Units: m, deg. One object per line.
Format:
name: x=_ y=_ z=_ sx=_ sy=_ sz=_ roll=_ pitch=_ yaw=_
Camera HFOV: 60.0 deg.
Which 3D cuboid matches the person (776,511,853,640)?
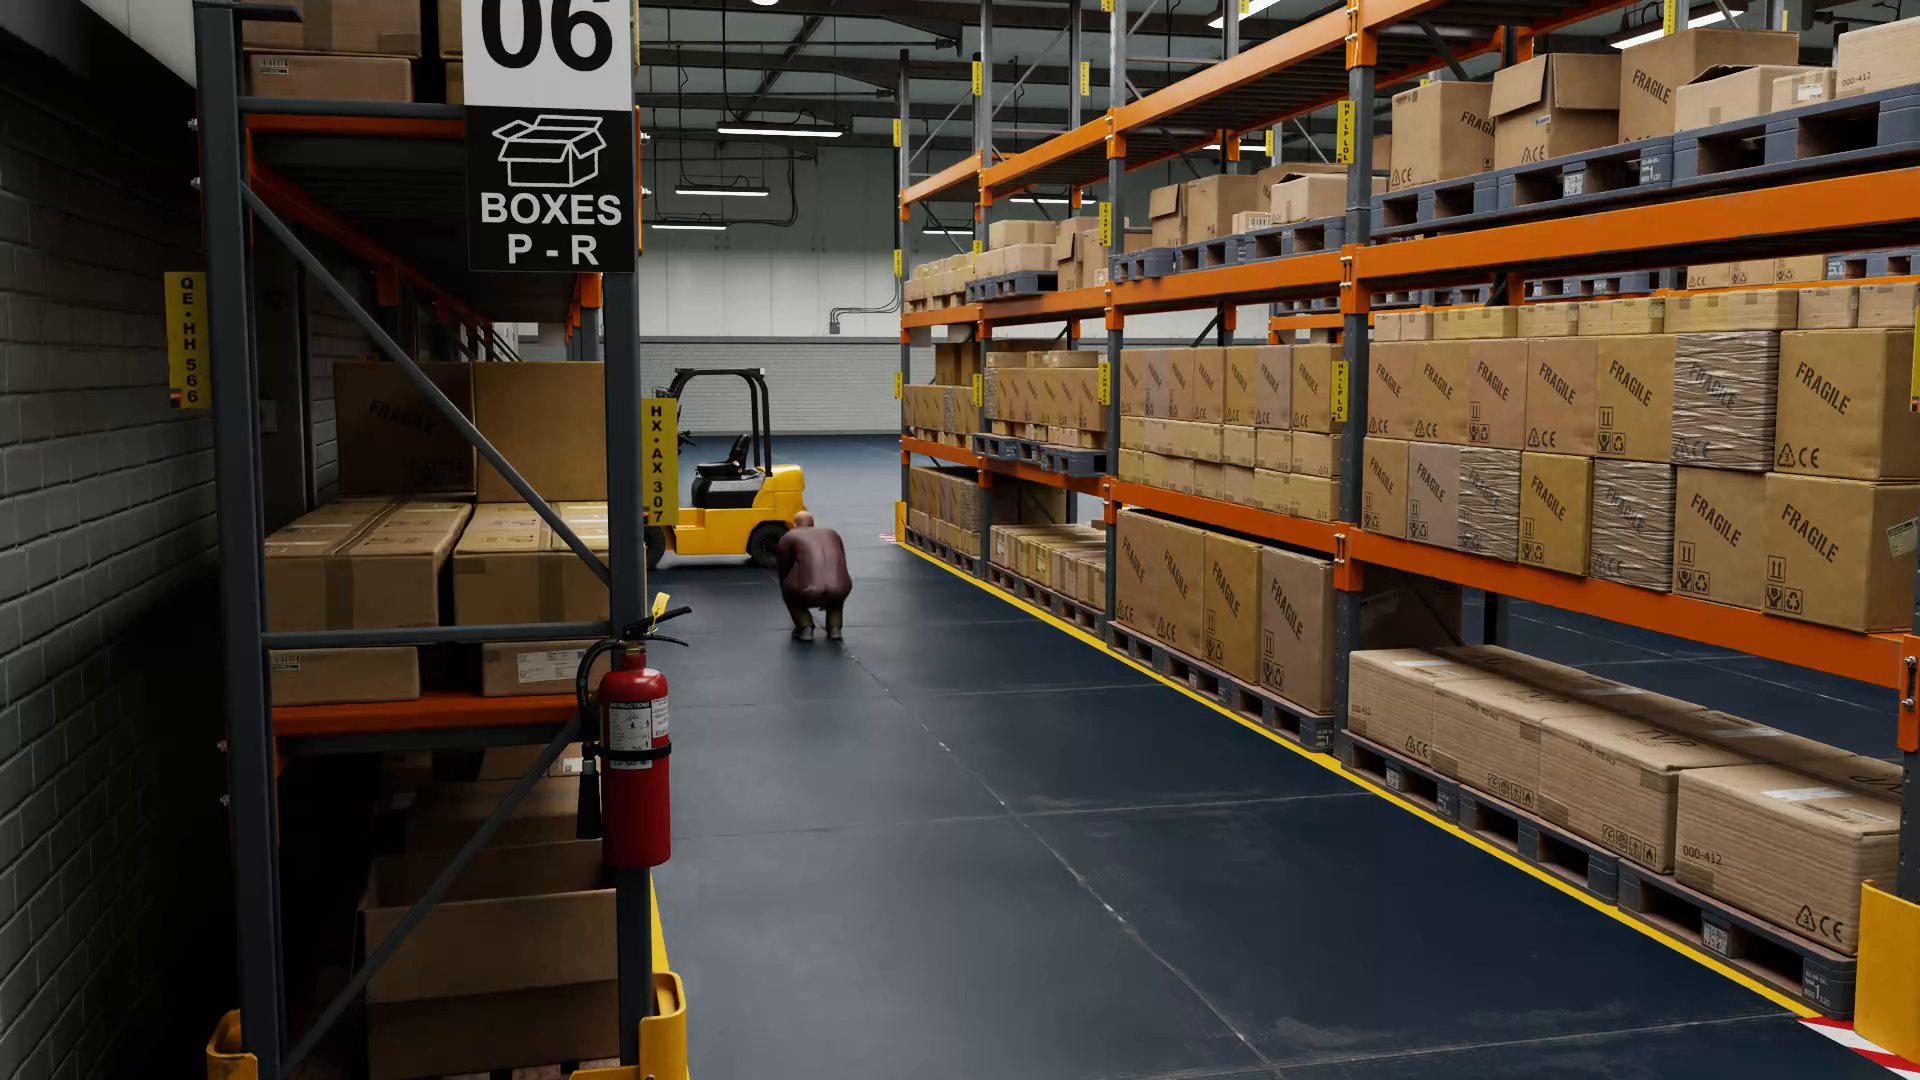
person: x=-1.176 y=0.281 z=13.459 sx=0.607 sy=0.997 sz=0.894 roll=-1 pitch=6 yaw=-14
